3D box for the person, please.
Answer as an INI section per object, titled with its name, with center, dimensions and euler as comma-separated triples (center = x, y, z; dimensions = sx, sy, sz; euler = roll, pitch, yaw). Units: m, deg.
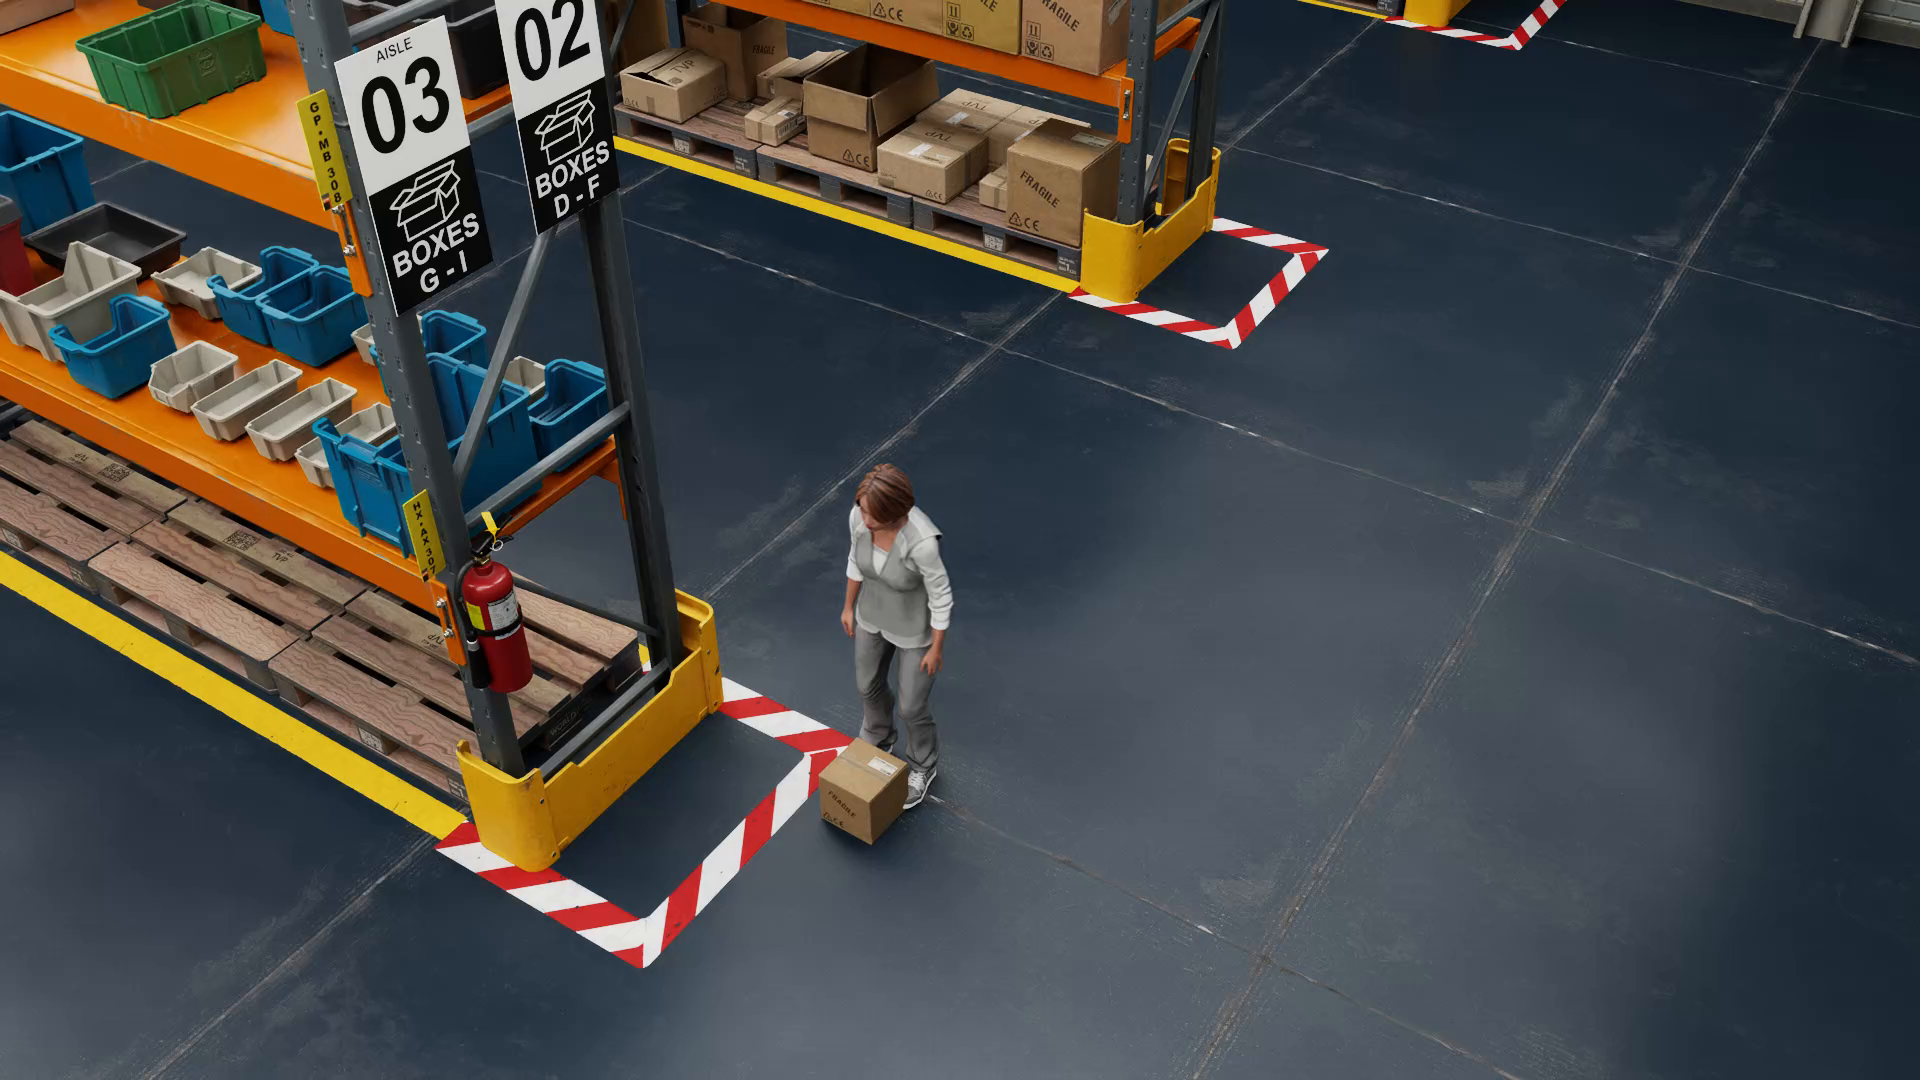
[person]
center = -0.253, 0.345, 6.261
dimensions = 0.462, 1.591, 0.322
euler = 24, 45, 27
